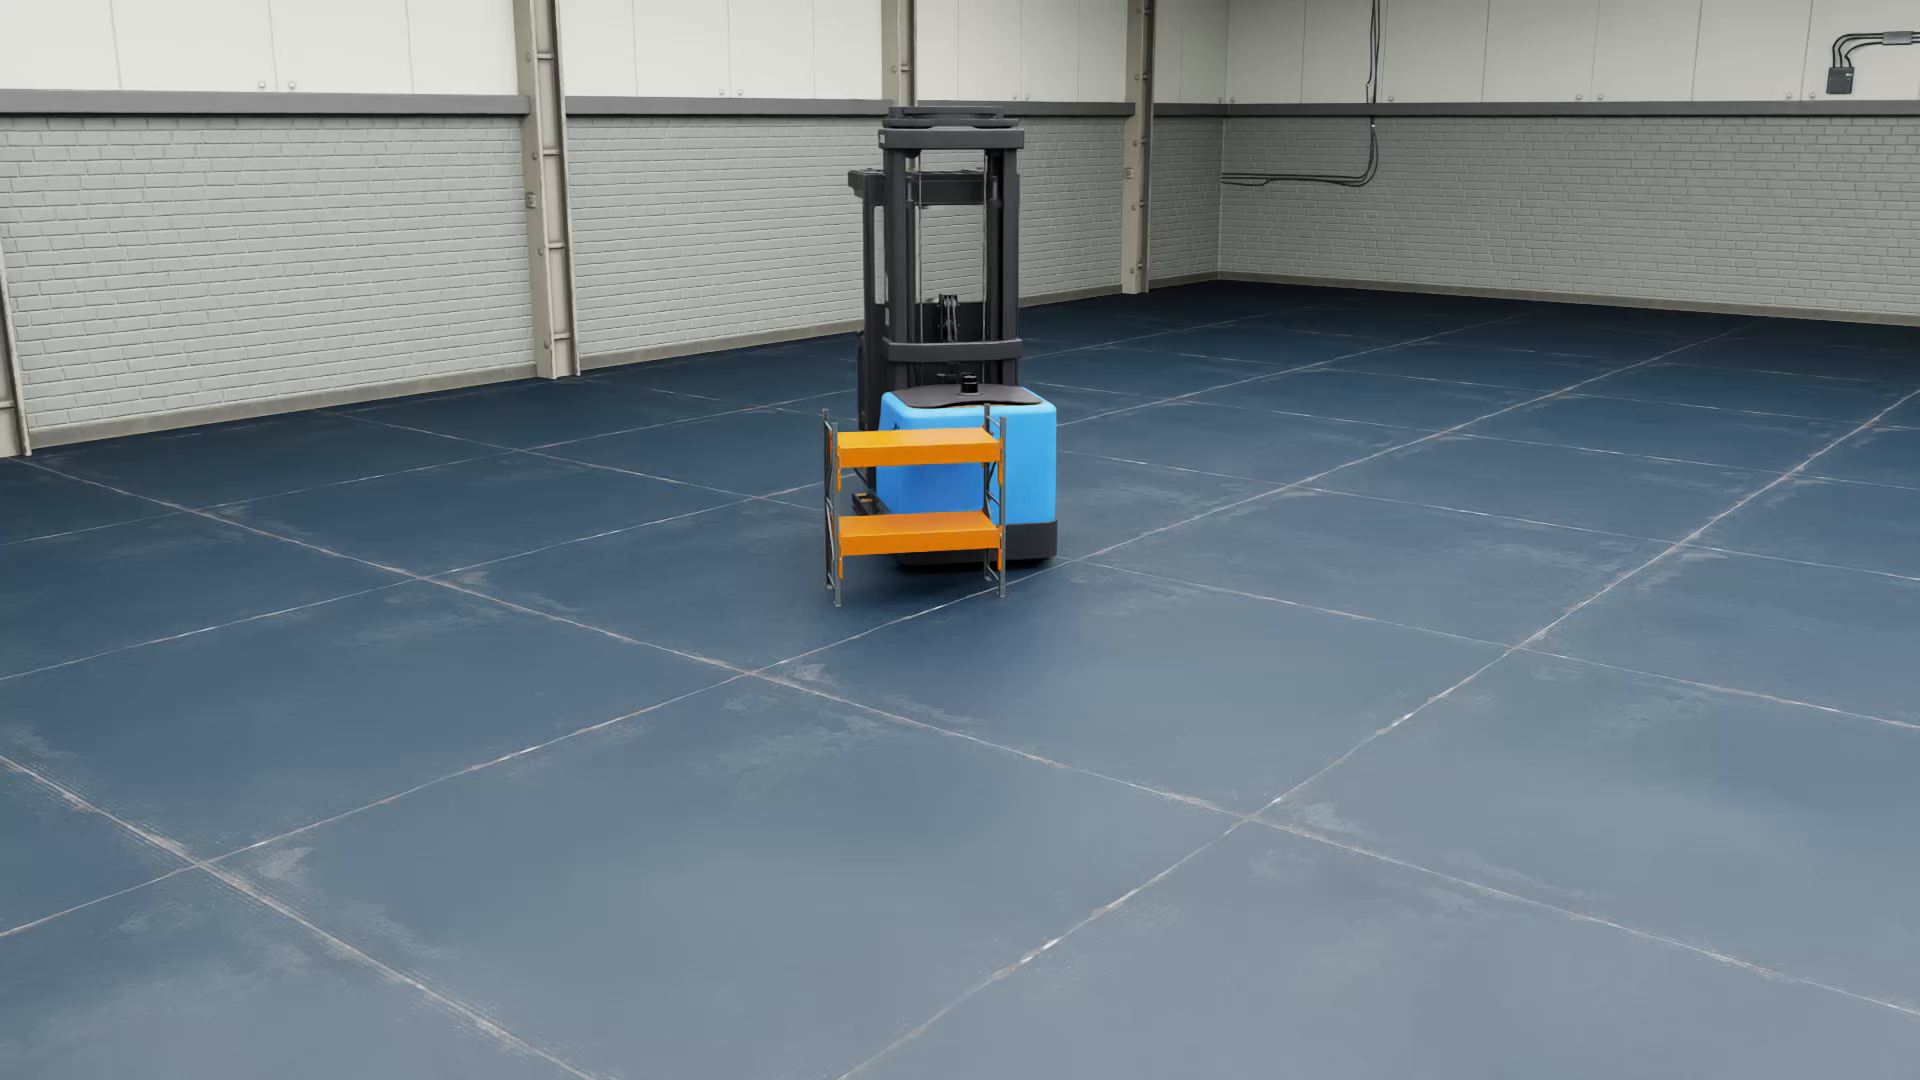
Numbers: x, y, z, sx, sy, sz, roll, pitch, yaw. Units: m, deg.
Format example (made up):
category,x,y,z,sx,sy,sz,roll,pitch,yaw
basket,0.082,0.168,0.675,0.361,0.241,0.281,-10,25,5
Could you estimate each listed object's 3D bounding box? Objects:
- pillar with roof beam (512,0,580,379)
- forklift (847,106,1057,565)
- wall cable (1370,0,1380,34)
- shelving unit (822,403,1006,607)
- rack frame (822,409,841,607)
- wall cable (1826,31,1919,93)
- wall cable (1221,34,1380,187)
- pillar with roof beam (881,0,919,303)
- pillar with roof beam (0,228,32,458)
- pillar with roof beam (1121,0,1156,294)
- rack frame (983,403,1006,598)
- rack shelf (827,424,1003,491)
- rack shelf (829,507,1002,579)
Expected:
category,x,y,z,sx,sy,sz,roll,pitch,yaw
pillar with roof beam,-1.247,-5.576,15.297,9.100,9.000,0.400,11,18,38
forklift,-0.186,-1.574,11.865,1.130,2.935,3.031,-3,15,-12
wall cable,7.931,-9.424,26.493,3.097,2.526,0.112,11,18,38
shelving unit,-0.285,-0.226,10.226,1.048,1.125,0.538,-3,15,-11
rack frame,-0.783,-0.201,10.129,0.032,1.125,0.500,-3,15,-11
wall cable,13.201,-9.076,22.167,2.305,6.003,0.169,11,18,38
wall cable,5.827,-7.395,28.763,3.097,2.526,0.112,11,18,38
pillar with roof beam,2.524,-6.725,19.820,9.100,9.000,0.400,11,18,38
pillar with roof beam,-5.018,-4.427,10.774,9.100,9.000,0.400,11,18,38
pillar with roof beam,6.295,-7.874,24.343,9.100,9.000,0.400,11,18,38
rack frame,0.213,-0.250,10.323,0.032,1.125,0.500,-3,15,-11
rack shelf,-0.285,-0.509,10.154,1.000,0.278,0.538,-3,15,-11
rack shelf,-0.285,0.011,10.286,1.000,0.278,0.538,-3,15,-11
